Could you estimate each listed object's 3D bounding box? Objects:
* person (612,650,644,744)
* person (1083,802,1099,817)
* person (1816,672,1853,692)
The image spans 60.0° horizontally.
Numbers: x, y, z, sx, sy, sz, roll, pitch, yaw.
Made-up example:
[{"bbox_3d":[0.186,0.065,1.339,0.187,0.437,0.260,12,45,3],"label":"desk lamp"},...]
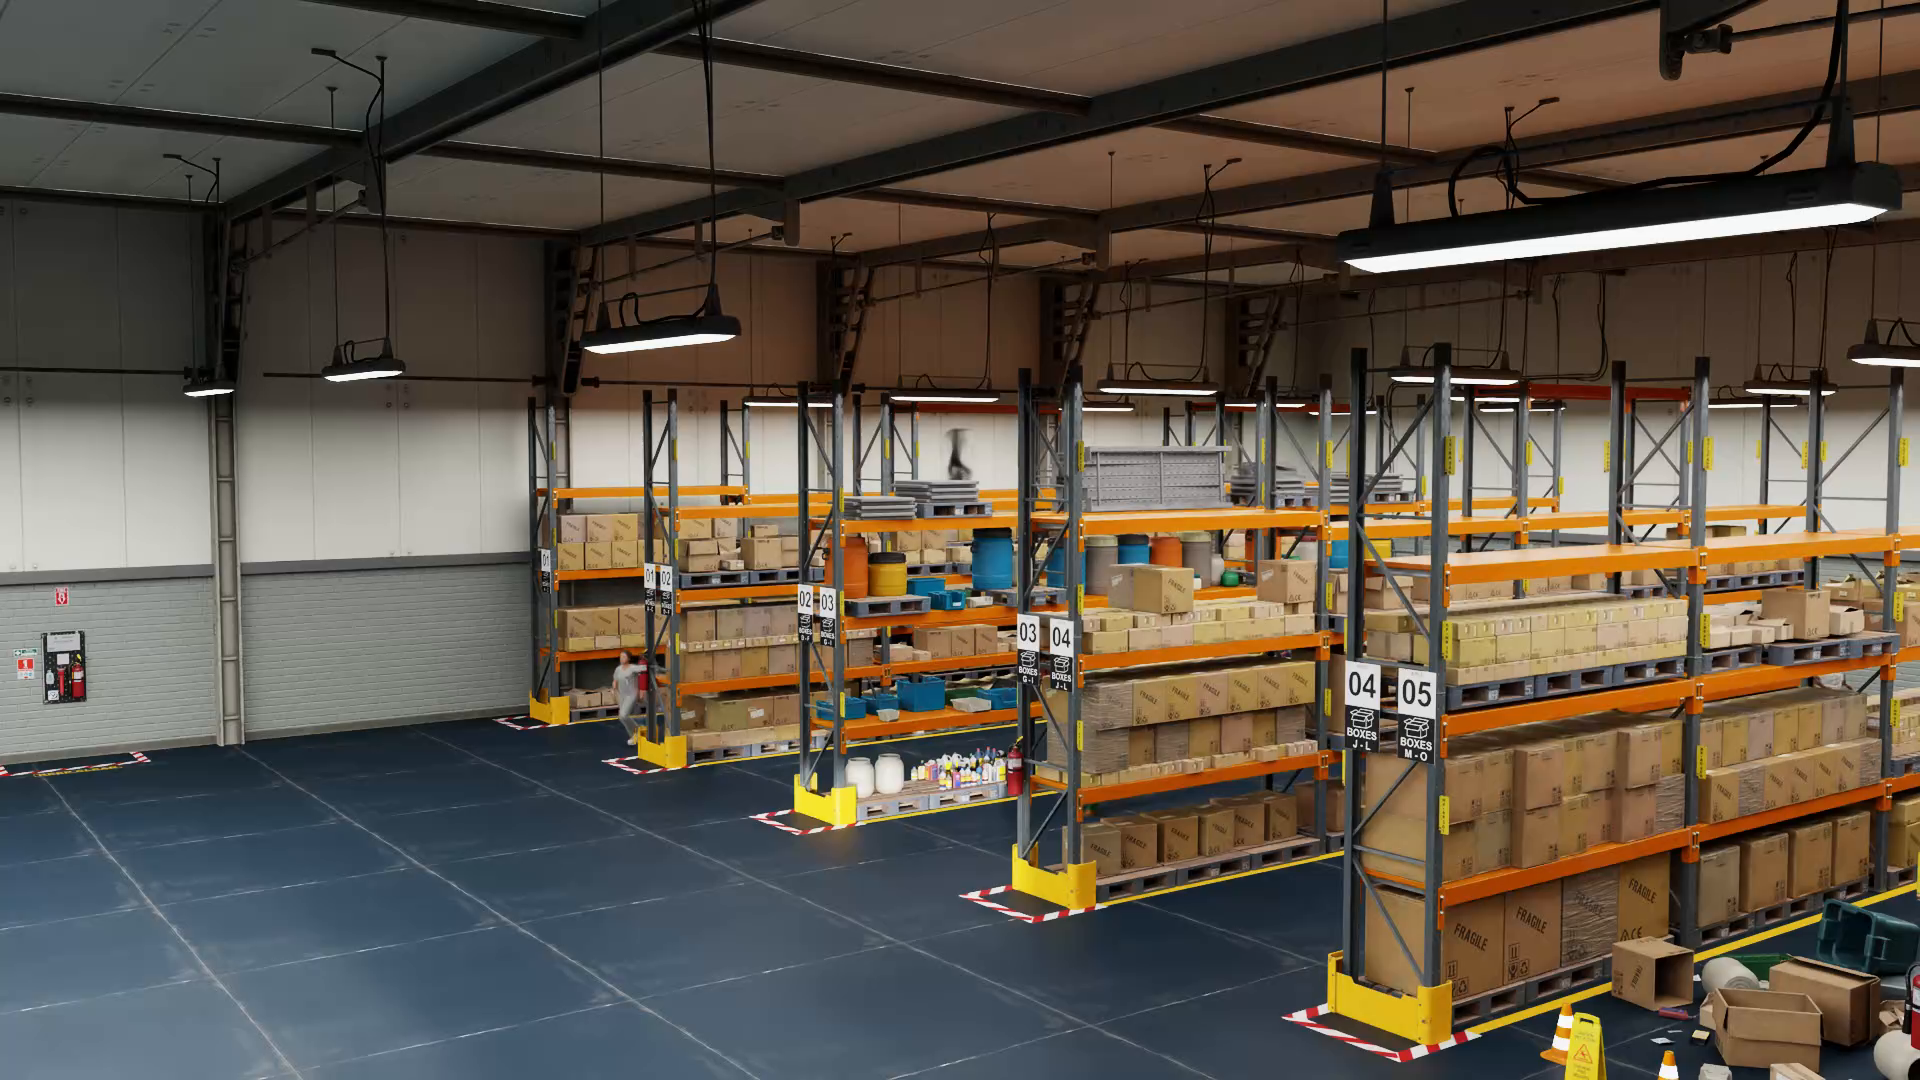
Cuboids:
[{"bbox_3d":[-5.639,2.674,28.166,0.537,1.627,0.687,2,4,25],"label":"person"},{"bbox_3d":[1.952,2.967,23.058,0.657,1.720,0.893,3,4,37],"label":"person"},{"bbox_3d":[15.027,2.647,28.717,0.654,1.648,0.674,-2,4,-31],"label":"person"}]
